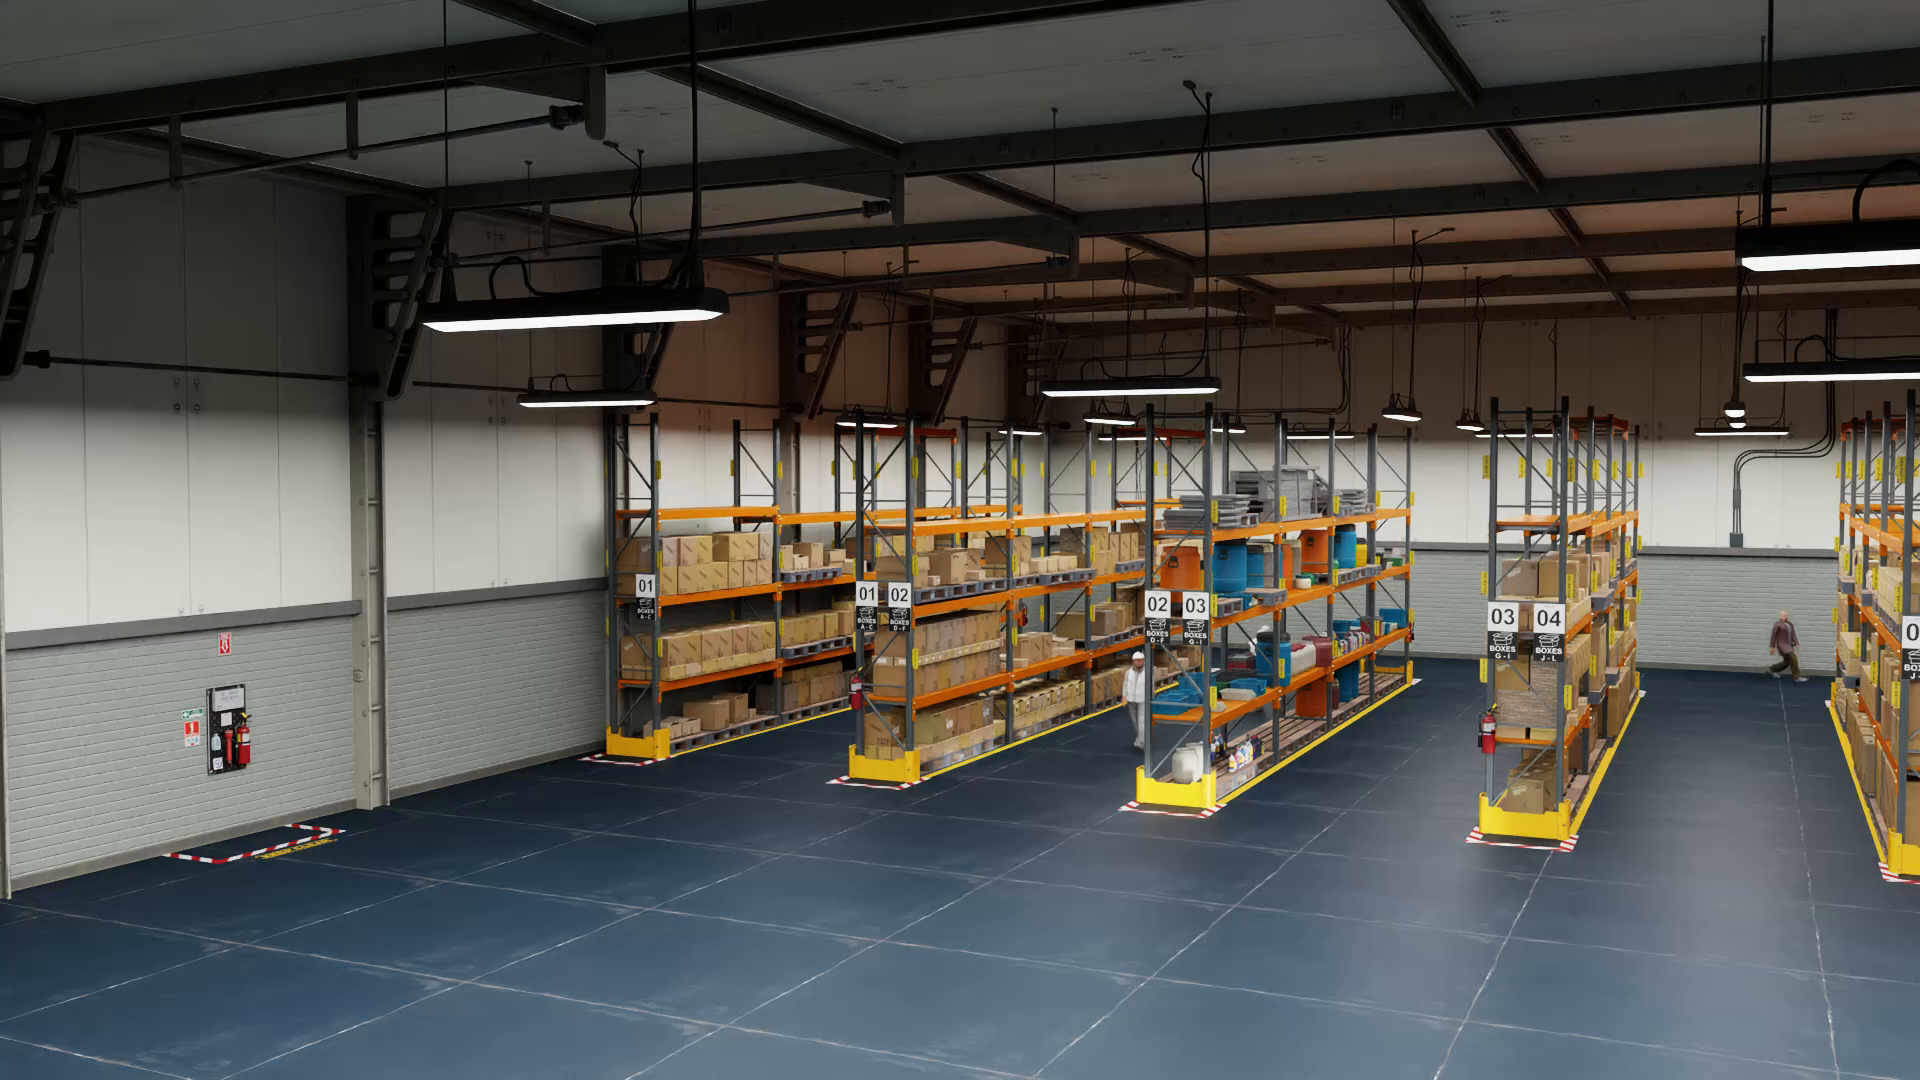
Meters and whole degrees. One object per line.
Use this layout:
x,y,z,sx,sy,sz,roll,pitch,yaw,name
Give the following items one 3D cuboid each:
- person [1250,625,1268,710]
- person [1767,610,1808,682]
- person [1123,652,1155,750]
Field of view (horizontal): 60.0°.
6.311,2.688,34.660,0.548,1.809,0.602,1,3,20,person
19.624,2.507,39.475,0.569,1.666,1.161,-1,3,-27,person
3.163,2.868,29.734,0.553,1.717,1.045,1,3,31,person
